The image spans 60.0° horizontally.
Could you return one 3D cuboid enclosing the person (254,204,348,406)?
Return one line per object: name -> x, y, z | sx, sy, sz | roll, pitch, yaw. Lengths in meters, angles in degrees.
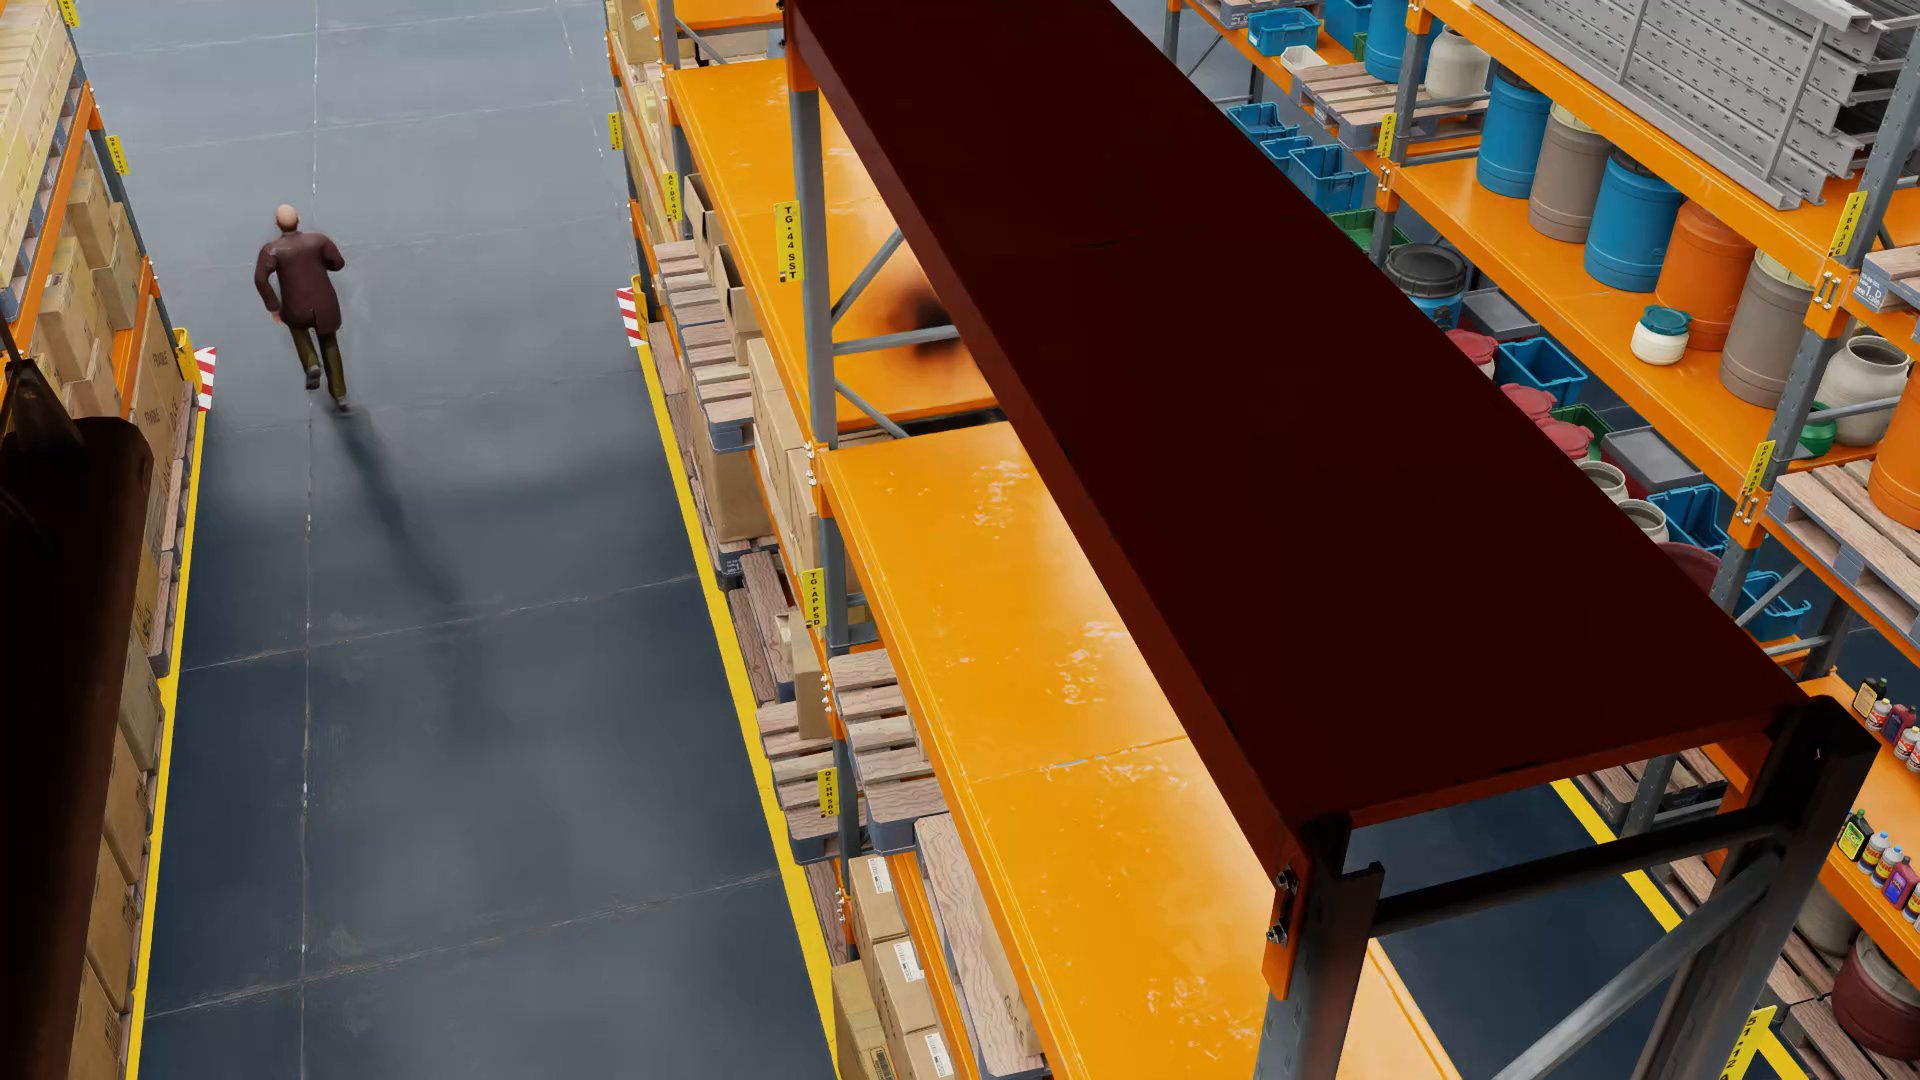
person -> -5.470, -2.001, 13.944 | 0.729, 1.731, 0.790 | -17, 41, -20
